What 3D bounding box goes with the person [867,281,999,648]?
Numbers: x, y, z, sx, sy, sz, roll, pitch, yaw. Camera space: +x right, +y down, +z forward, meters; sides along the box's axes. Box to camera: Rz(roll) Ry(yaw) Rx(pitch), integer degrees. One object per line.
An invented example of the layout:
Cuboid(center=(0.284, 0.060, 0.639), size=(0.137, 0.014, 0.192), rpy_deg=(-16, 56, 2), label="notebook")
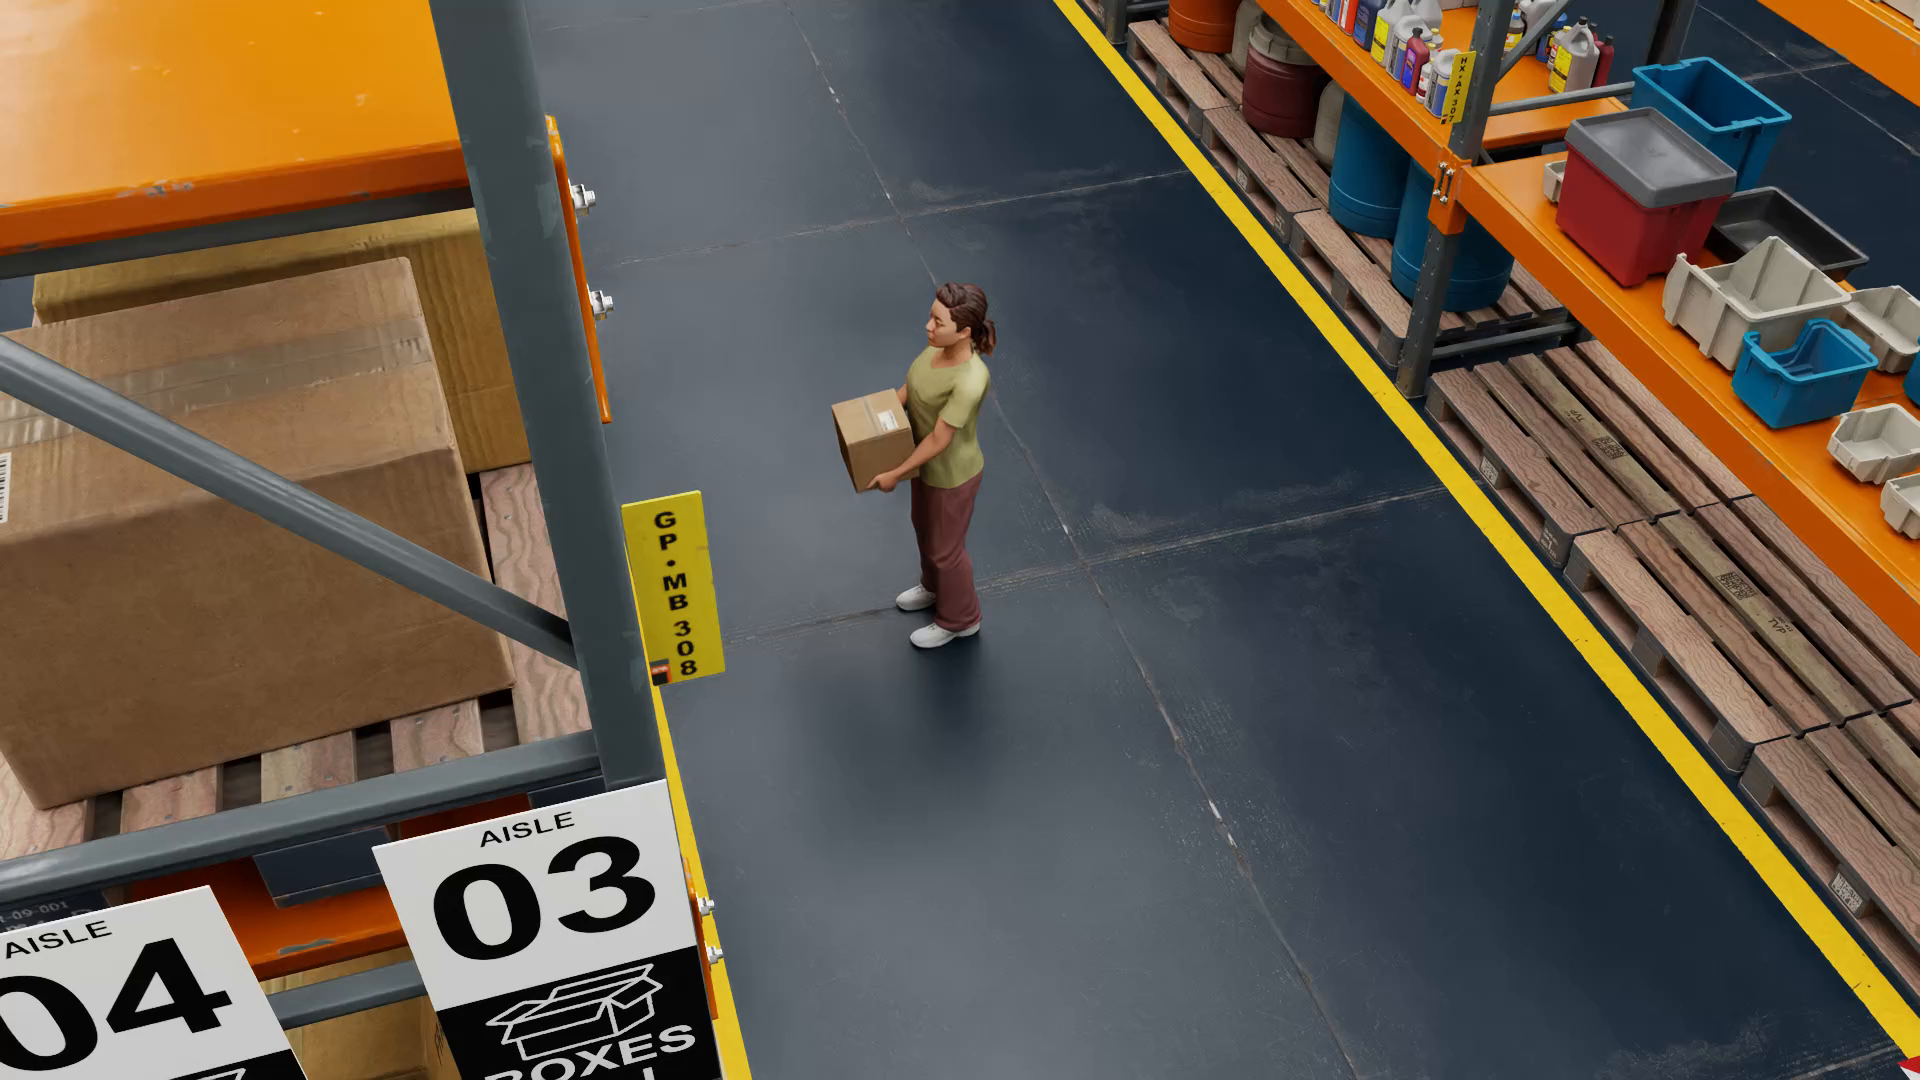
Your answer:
Cuboid(center=(-0.125, -0.276, 6.473), size=(0.549, 1.665, 0.426), rpy_deg=(-11, 44, -12), label="person")
